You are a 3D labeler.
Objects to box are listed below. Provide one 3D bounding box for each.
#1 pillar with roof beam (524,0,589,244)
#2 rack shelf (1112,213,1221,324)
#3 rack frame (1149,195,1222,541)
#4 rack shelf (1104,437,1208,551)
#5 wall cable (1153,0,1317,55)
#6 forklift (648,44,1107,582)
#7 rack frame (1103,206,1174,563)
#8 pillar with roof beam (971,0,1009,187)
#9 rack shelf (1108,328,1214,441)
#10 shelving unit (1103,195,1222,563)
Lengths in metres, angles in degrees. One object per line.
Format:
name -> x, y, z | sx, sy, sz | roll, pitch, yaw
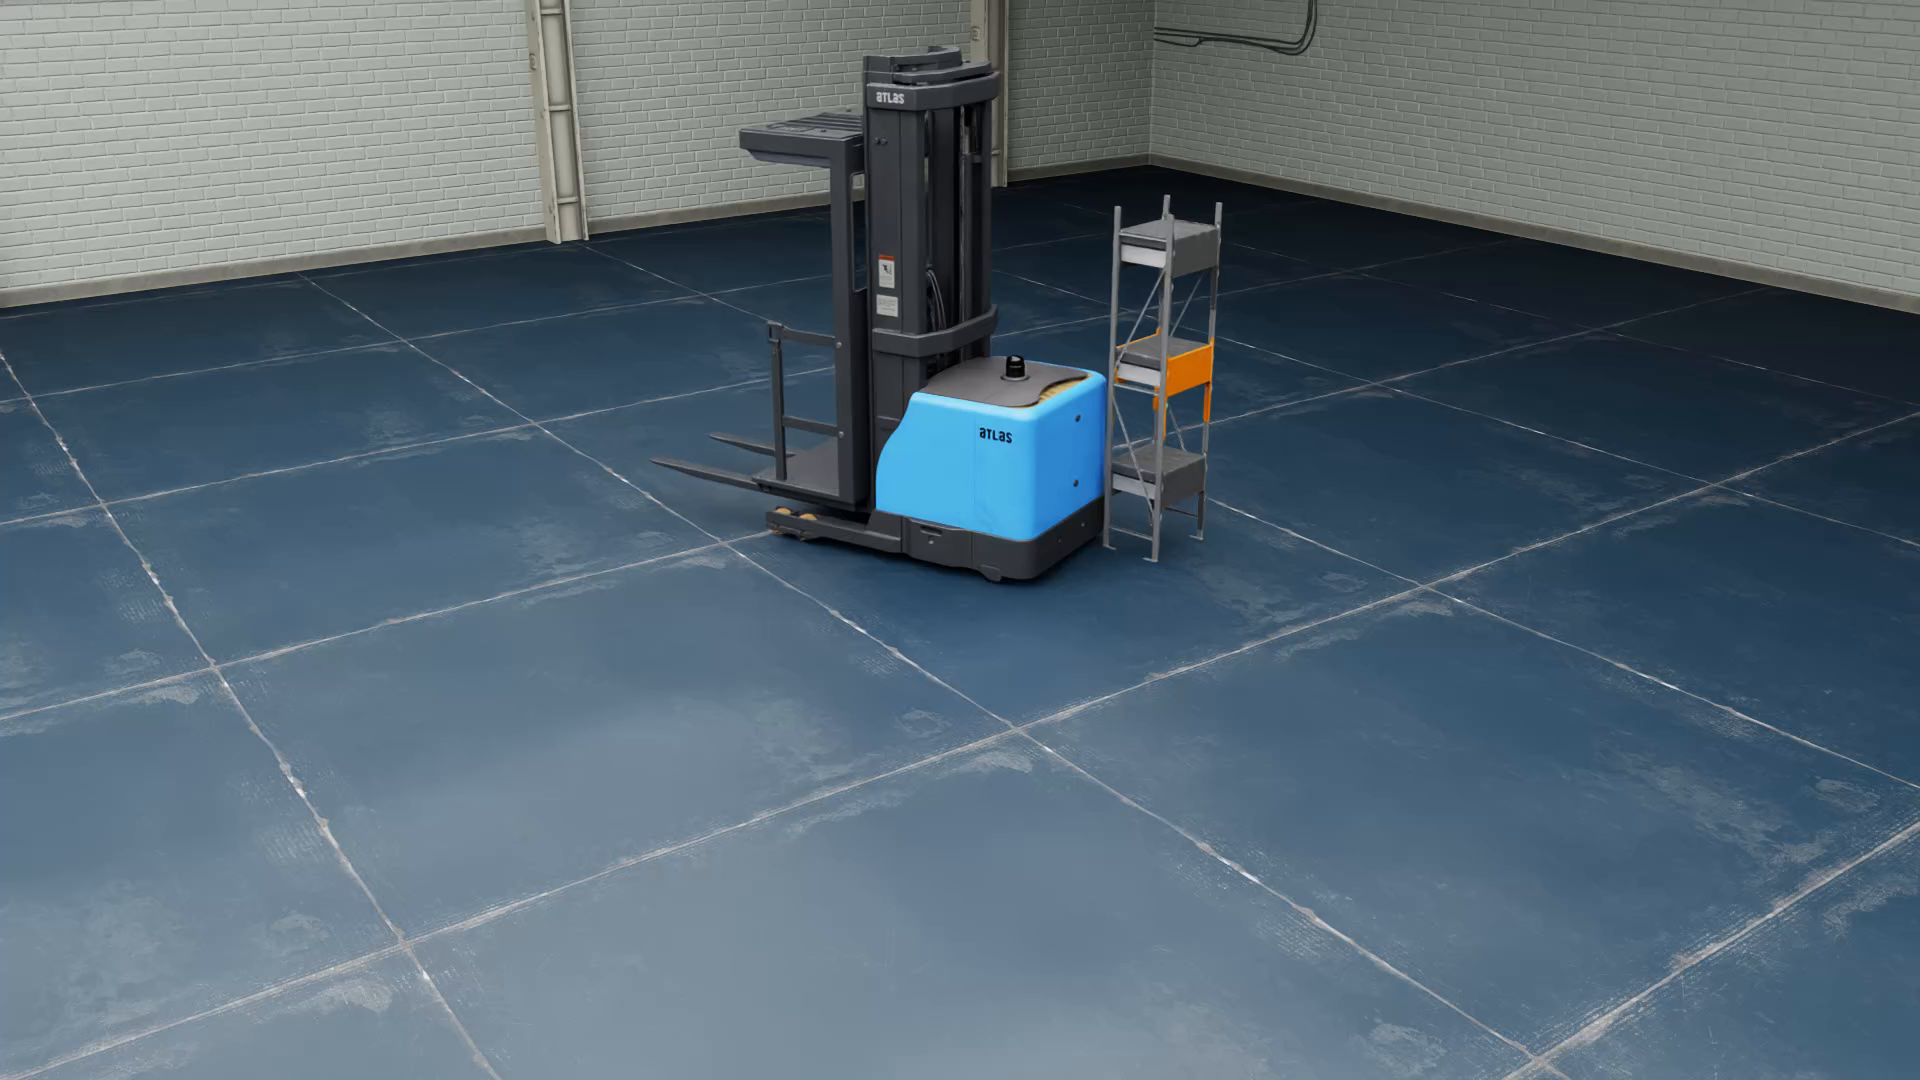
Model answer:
pillar with roof beam -> -1.971, -6.319, 14.090 | 0.400, 9.000, 9.100 | -15, 26, -33
rack shelf -> 1.201, -1.590, 9.696 | 0.431, 0.518, 0.480 | 18, 28, 38
rack frame -> 1.362, -1.021, 10.121 | 0.400, 2.100, 0.015 | 18, 28, 38
rack shelf -> 1.201, -0.290, 10.215 | 0.431, 0.518, 0.480 | 18, 28, 38
wall cable -> 3.549, -7.711, 21.767 | 0.112, 2.526, 3.097 | -15, 26, -33
forklift -> -0.626, -1.509, 10.222 | 3.031, 2.935, 1.130 | 13, 25, 29
rack frame -> 1.040, -0.885, 9.780 | 0.400, 2.100, 0.015 | 18, 28, 38
pillar with roof beam -> 2.900, -7.618, 17.345 | 0.400, 9.000, 9.100 | -15, 26, -33
rack shelf -> 1.201, -0.940, 9.956 | 0.431, 0.518, 0.480 | 18, 28, 38
shelving unit -> 1.201, -0.953, 9.951 | 0.431, 2.100, 0.503 | 18, 28, 38
